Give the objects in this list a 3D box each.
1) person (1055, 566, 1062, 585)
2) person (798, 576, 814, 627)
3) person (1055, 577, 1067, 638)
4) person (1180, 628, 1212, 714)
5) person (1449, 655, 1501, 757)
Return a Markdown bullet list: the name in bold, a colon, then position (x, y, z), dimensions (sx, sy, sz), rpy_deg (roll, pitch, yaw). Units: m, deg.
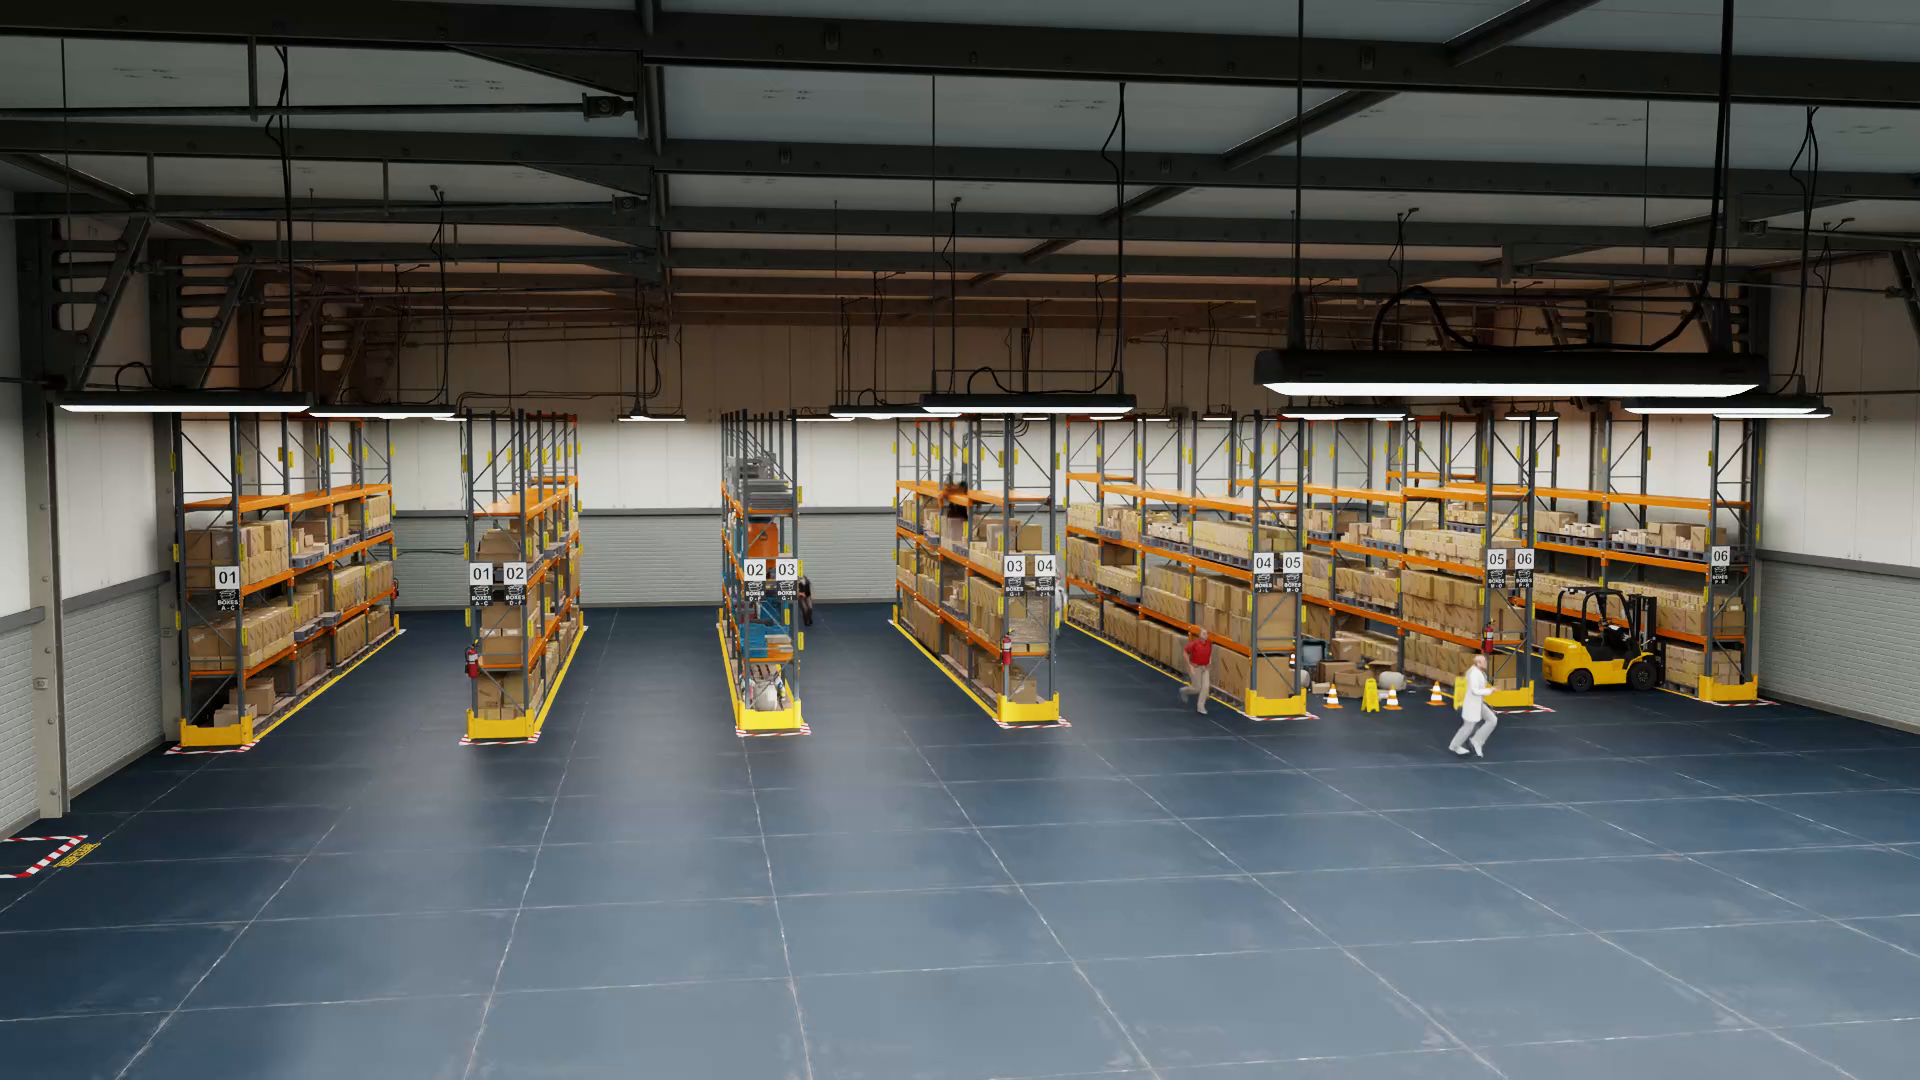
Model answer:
- **person**: position (2.693, 1.373, 49.548), dimensions (0.897, 1.783, 0.732), rpy_deg (-3, 5, -34)
- **person**: position (-4.402, 1.627, 46.788), dimensions (0.661, 1.653, 0.582), rpy_deg (-2, 4, -22)
- **person**: position (2.576, 1.803, 44.379), dimensions (0.629, 1.659, 0.514), rpy_deg (0, 4, -4)
- **person**: position (4.742, 2.588, 33.151), dimensions (0.683, 1.689, 0.792), rpy_deg (-2, 5, -32)
- **person**: position (8.842, 2.846, 28.534), dimensions (0.881, 1.763, 0.753), rpy_deg (3, 5, 33)
